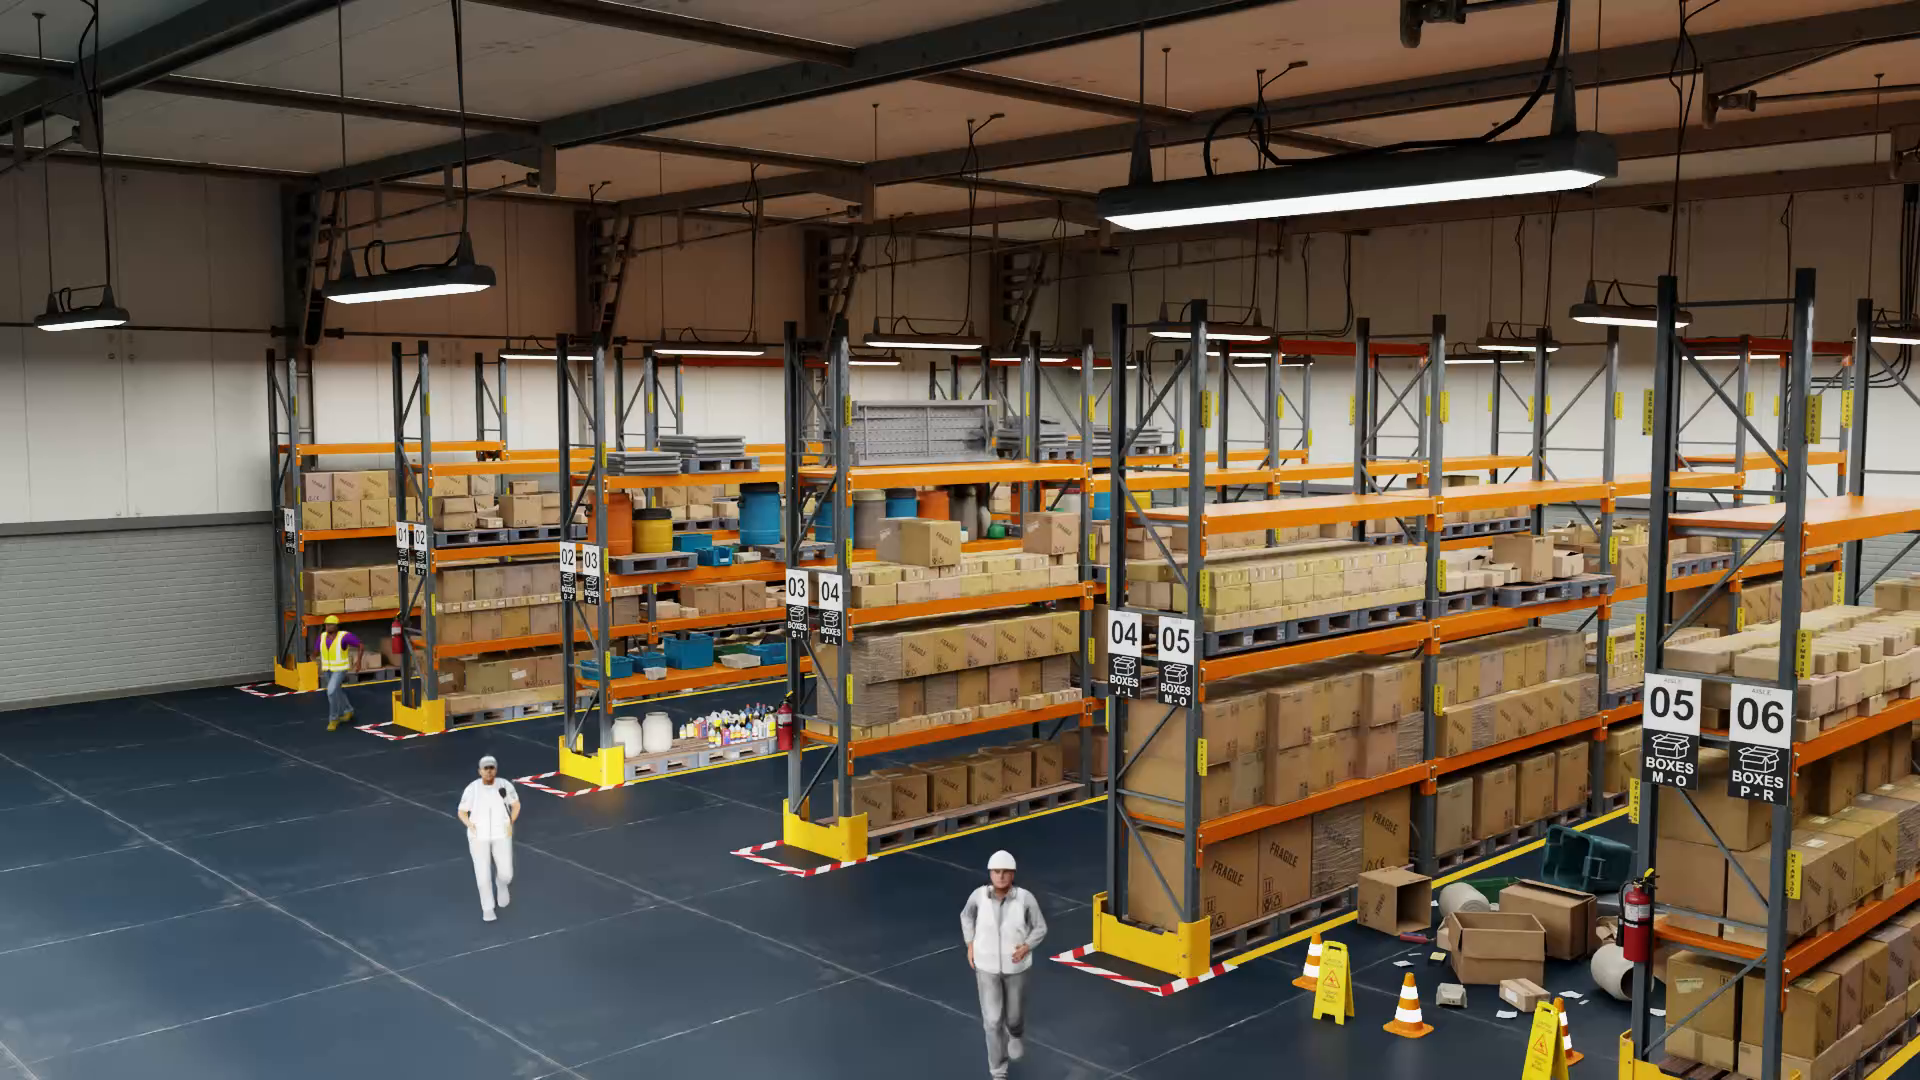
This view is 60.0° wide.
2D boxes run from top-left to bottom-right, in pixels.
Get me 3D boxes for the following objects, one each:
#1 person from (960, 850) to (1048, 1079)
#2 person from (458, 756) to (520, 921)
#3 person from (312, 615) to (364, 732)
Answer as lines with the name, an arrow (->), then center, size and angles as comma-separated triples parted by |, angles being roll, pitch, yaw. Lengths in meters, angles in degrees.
person -> 0.324, 3.205, 12.538 | 0.669, 1.776, 0.824 | 0, 5, 4
person -> -4.640, 2.936, 16.434 | 0.602, 1.618, 0.568 | -2, 5, -19
person -> -9.729, 2.051, 25.970 | 0.717, 1.790, 0.825 | 2, 5, 17
